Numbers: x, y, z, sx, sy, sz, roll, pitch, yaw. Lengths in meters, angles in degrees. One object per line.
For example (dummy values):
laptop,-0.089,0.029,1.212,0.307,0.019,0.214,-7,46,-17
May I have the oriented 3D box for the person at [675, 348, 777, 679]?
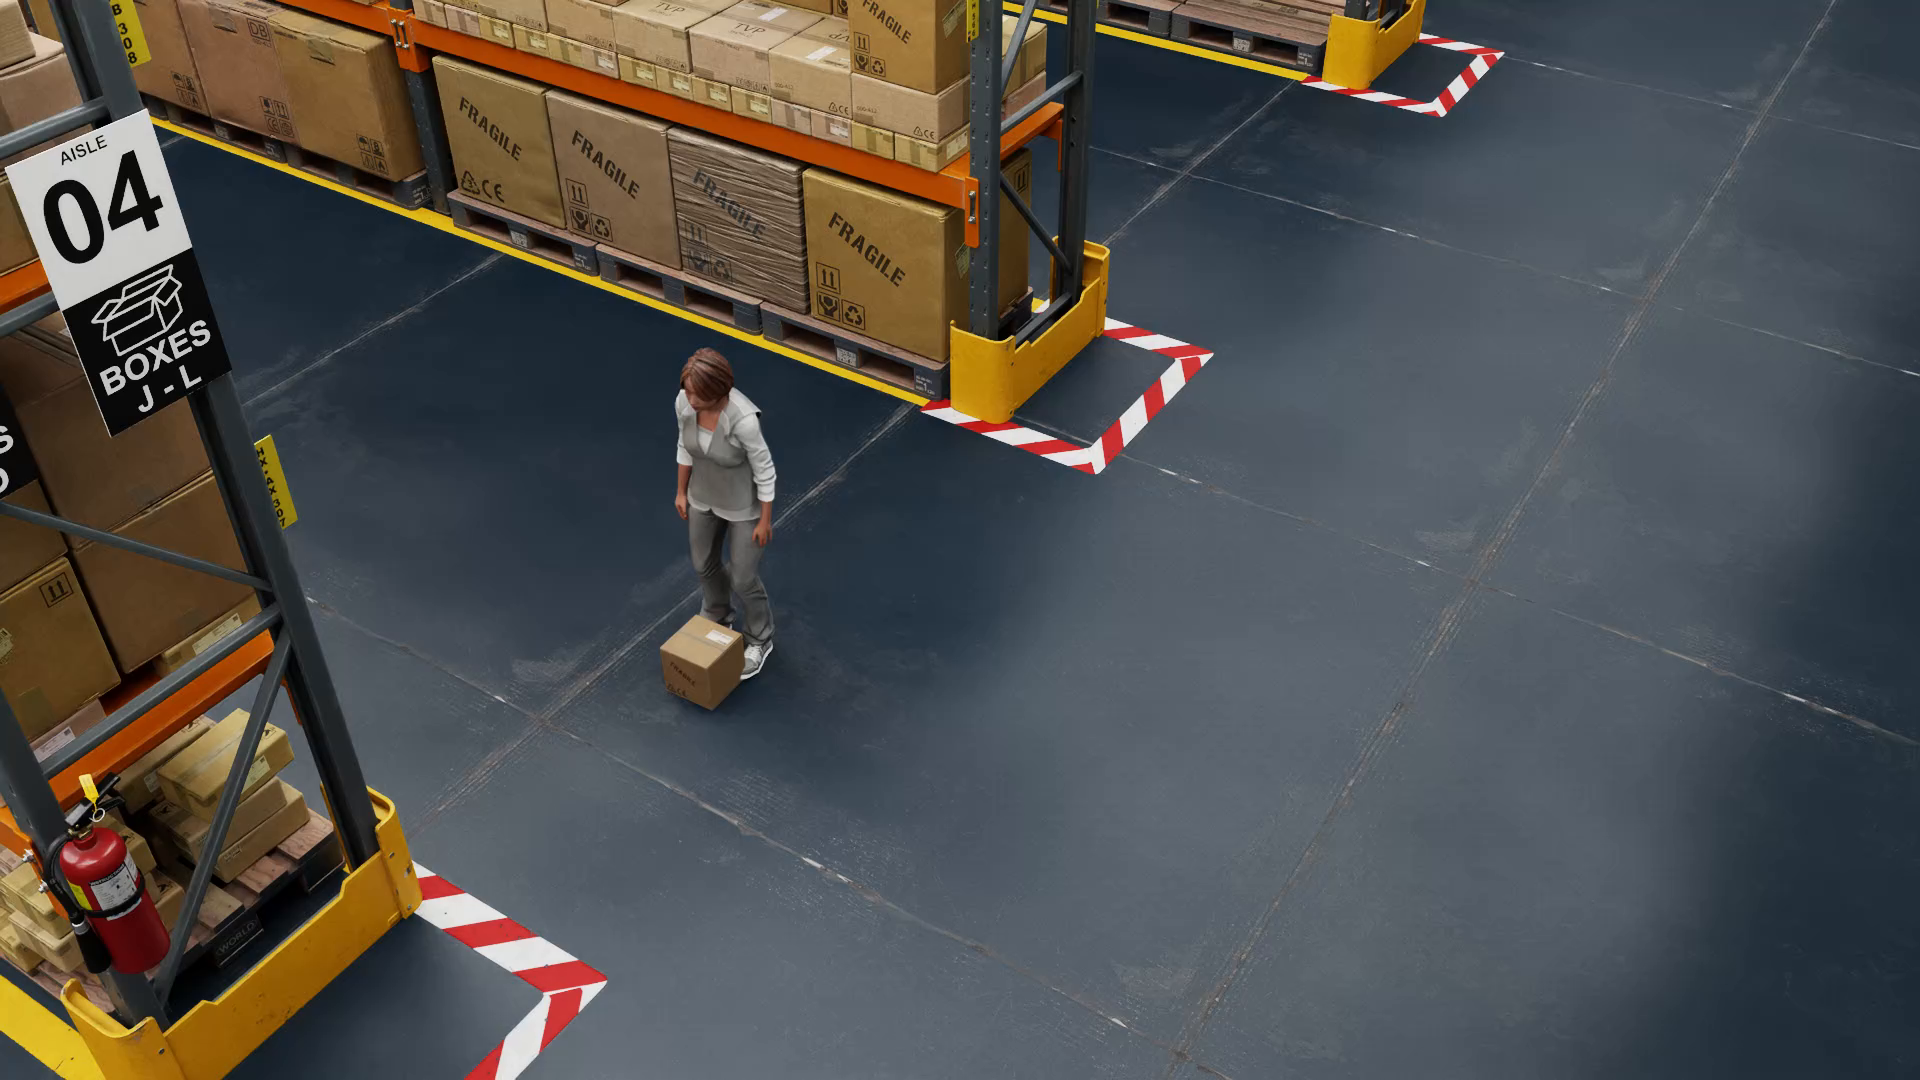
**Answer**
person,-0.967,-0.127,6.855,0.483,1.580,0.348,19,43,22
